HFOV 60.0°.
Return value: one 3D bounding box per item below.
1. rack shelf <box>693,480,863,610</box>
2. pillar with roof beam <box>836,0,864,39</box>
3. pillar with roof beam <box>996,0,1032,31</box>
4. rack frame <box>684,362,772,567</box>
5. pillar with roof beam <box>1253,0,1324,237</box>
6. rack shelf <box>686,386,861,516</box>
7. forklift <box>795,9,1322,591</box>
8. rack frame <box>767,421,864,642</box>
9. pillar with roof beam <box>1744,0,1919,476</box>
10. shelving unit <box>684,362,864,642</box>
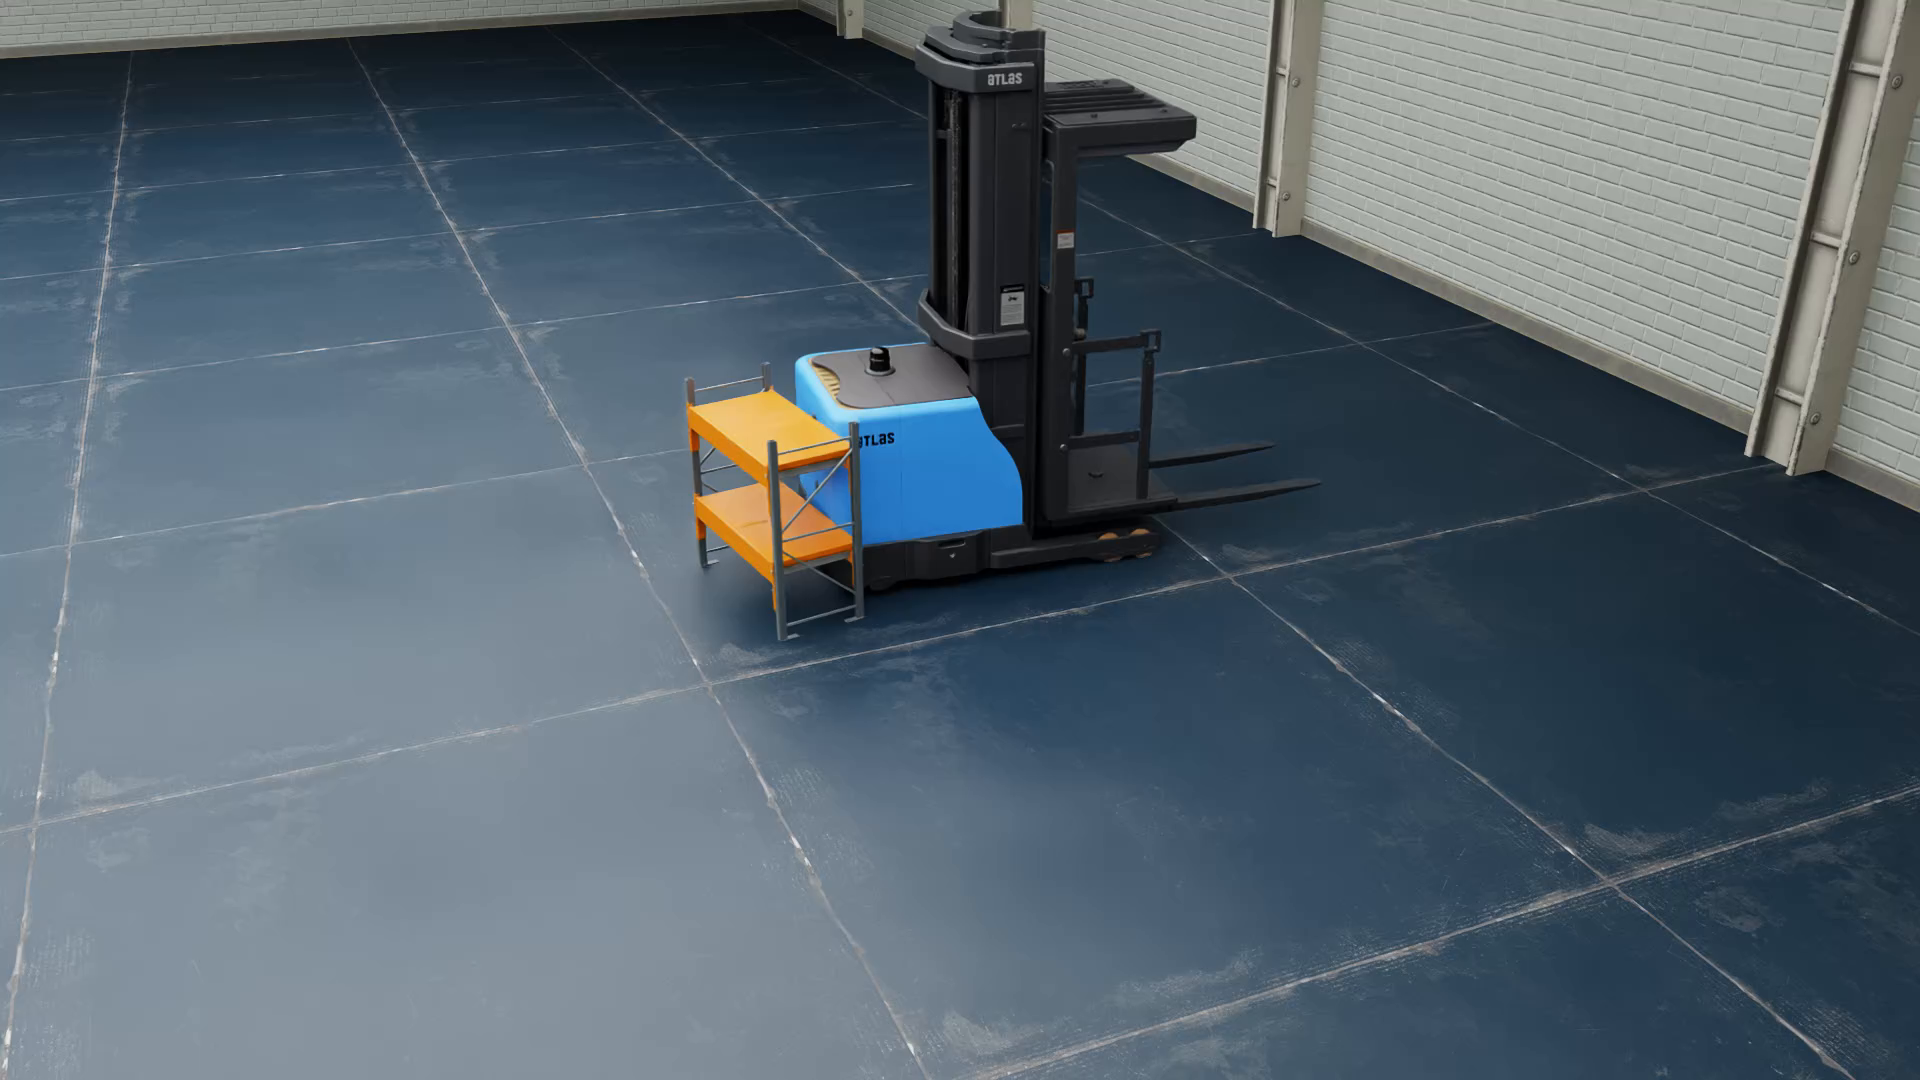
[{"bbox_3d":[-1.000,-0.006,9.037,0.538,0.278,1.000,-15,30,-28],"label":"rack shelf"},{"bbox_3d":[-5.651,-11.083,22.192,9.100,9.000,0.400,-11,28,-21],"label":"pillar with roof beam"},{"bbox_3d":[-3.302,-8.660,17.231,9.100,9.000,0.400,-11,28,-21],"label":"pillar with roof beam"},{"bbox_3d":[-1.267,-0.415,9.318,0.500,1.125,0.032,-15,30,-28],"label":"rack frame"},{"bbox_3d":[-0.952,-6.238,12.270,9.100,9.000,0.400,-11,28,-21],"label":"pillar with roof beam"},{"bbox_3d":[-1.000,-0.489,8.802,0.538,0.278,1.000,-15,30,-28],"label":"rack shelf"},{"bbox_3d":[0.626,-1.400,9.277,3.031,2.935,1.130,-8,27,-16],"label":"forklift"},{"bbox_3d":[-0.732,-0.036,8.542,0.500,1.125,0.032,-15,30,-28],"label":"rack frame"},{"bbox_3d":[1.398,-3.816,7.309,9.100,9.000,0.400,-11,28,-21],"label":"pillar with roof beam"},{"bbox_3d":[-1.000,-0.226,8.930,0.538,1.125,1.048,-15,30,-28],"label":"shelving unit"}]
